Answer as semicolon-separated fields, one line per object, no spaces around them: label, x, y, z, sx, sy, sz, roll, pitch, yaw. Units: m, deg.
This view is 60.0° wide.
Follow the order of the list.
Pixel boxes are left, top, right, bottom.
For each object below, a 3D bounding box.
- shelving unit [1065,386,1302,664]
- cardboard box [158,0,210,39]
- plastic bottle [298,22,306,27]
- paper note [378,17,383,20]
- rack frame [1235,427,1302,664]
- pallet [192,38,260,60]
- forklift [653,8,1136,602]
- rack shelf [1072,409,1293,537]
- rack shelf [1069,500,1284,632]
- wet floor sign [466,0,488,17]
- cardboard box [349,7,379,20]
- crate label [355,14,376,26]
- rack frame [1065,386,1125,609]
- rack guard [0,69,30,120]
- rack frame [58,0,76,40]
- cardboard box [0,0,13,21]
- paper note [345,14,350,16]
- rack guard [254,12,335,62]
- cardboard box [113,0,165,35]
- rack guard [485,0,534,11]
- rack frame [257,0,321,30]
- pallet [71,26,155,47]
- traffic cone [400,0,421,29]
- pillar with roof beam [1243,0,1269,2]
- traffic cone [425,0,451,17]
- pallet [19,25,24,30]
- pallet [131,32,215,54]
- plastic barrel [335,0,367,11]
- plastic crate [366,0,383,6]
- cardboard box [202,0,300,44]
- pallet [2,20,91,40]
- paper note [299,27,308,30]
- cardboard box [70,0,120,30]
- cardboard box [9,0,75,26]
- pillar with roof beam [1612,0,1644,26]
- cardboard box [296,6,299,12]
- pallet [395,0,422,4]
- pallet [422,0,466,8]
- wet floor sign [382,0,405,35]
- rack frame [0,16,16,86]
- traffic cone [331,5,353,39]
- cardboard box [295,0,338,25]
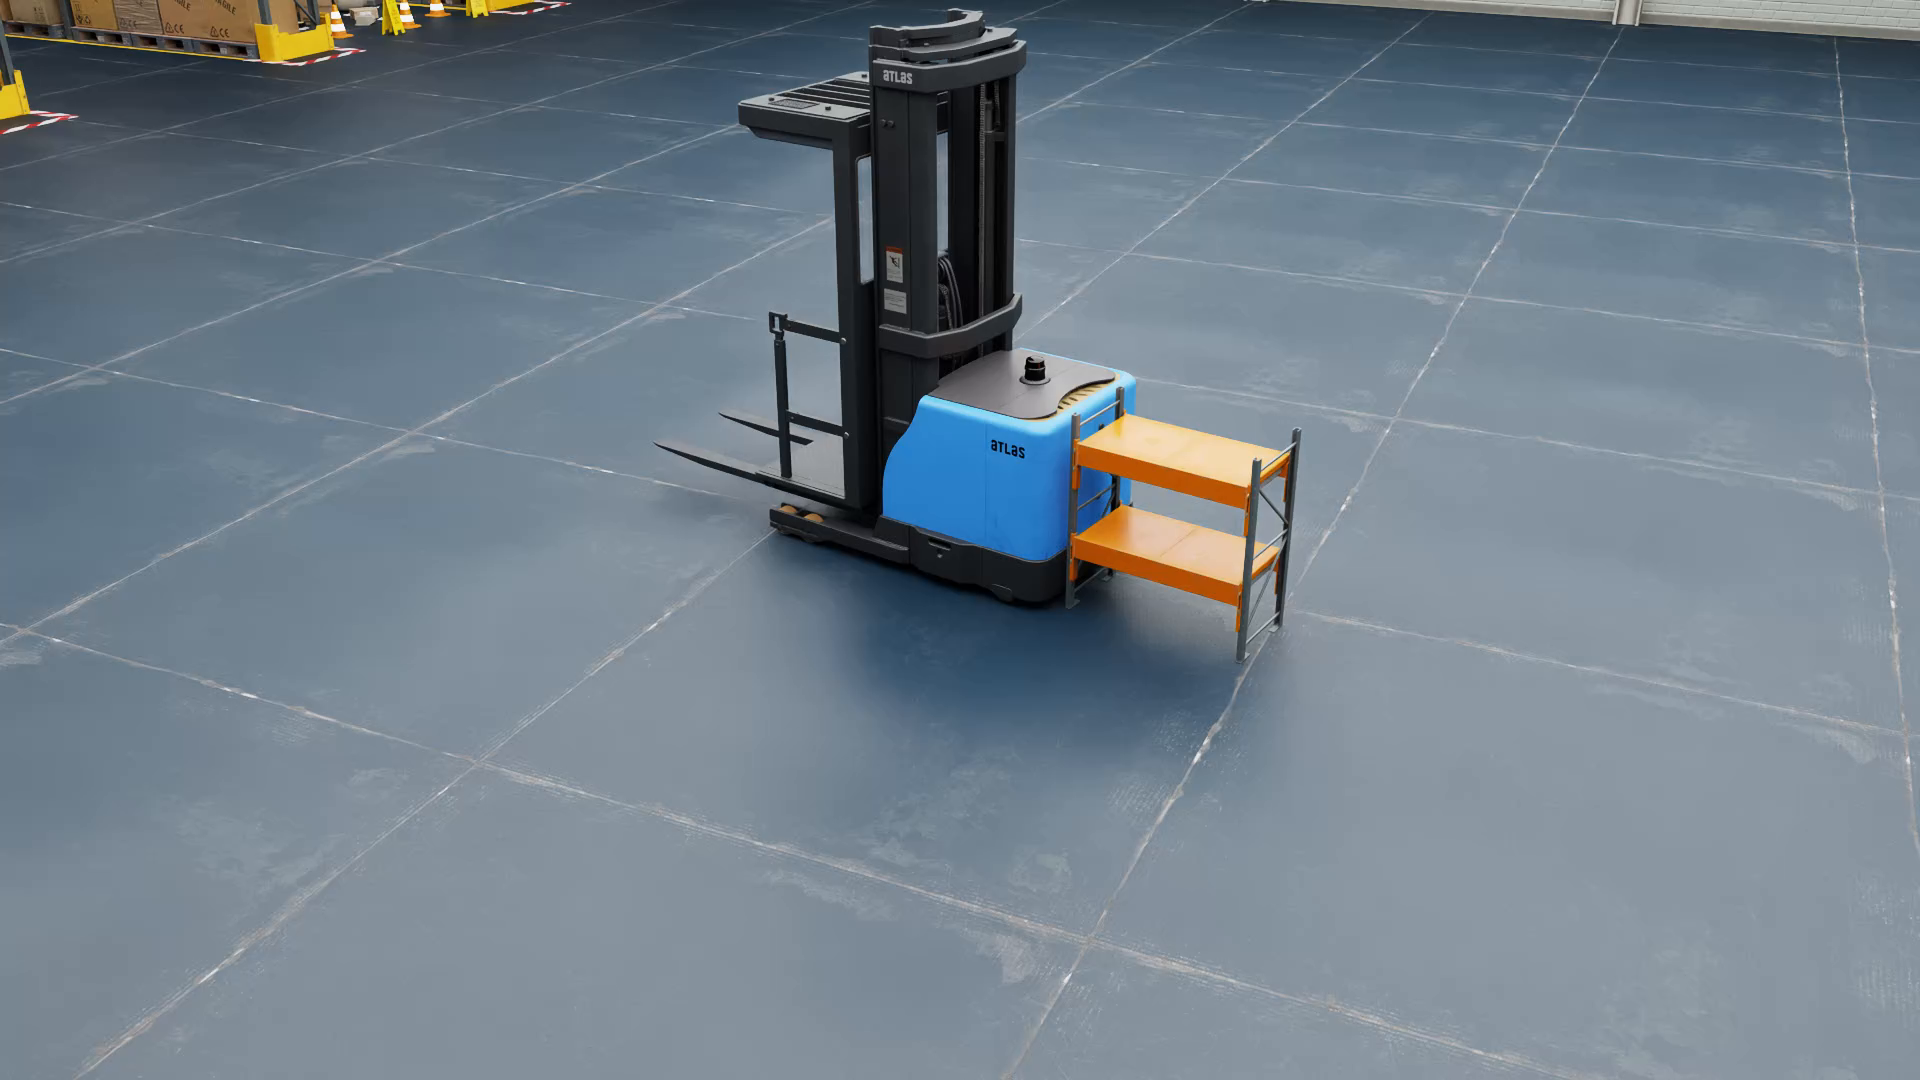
shelving unit;1.142;-0.096;8.672;1.048;1.125;0.538;17;31;31
cardboard box;-11.002;-7.837;24.202;0.875;0.875;0.875;11;28;21
plastic bottle;-10.454;-8.110;26.153;0.283;0.061;0.133;2;26;4
paper note;-9.283;-8.394;26.764;0.142;0.019;0.148;2;26;4
rack frame;1.560;0.032;8.412;0.032;1.125;0.500;17;31;31
pallet;-10.315;-7.208;24.152;1.213;0.211;1.003;11;28;22
forklift;-0.510;-1.472;9.422;3.031;2.935;1.130;17;31;31
rack shelf;1.142;-0.359;8.543;1.000;0.278;0.538;17;31;31
rack shelf;1.142;0.123;8.780;1.000;0.278;0.538;17;31;31
wet floor sign;-7.868;-8.832;26.959;0.232;0.644;0.267;23;35;39
cardboard box;-9.627;-8.502;26.850;0.380;0.149;0.250;-18;31;-31
crate label;-9.415;-8.239;26.330;0.298;0.136;0.250;-2;26;-5
rack frame;0.724;-0.224;8.932;0.032;1.125;0.500;17;31;31
rack guard;-11.769;-5.261;19.870;0.348;0.500;1.175;11;28;22
rack frame;-13.196;-9.076;24.788;0.127;3.000;1.000;11;28;22
cardboard box;-14.675;-8.510;25.711;0.750;0.750;1.050;11;28;22
paper note;-9.994;-8.604;27.205;0.142;0.019;0.148;23;35;39
rack guard;-9.533;-7.219;23.846;0.348;0.500;1.175;11;28;22
cardboard box;-11.831;-8.005;24.543;0.875;0.875;0.875;12;28;22
rack guard;-7.667;-9.246;27.963;0.348;0.500;1.175;11;28;22
rack frame;-9.555;-8.345;23.303;0.127;3.000;1.000;11;28;22
pallet;-12.537;-7.654;25.058;1.213;0.211;1.003;11;28;22
traffic cone;-8.674;-8.267;26.017;0.334;0.463;0.336;11;28;22
pillar with roof beam;3.334;-11.606;23.136;0.400;9.000;9.100;11;28;22
traffic cone;-8.524;-8.775;27.050;0.334;0.463;0.336;11;28;22
pallet;-15.045;-8.158;26.081;1.213;0.211;1.003;11;28;22
pallet;-11.422;-7.432;24.606;1.213;0.211;1.003;11;28;22
plastic barrel;-10.105;-8.967;27.483;0.512;0.421;0.421;-12;29;-23
plastic crate;-10.150;-9.158;28.261;0.583;0.080;0.402;2;26;4
cardboard box;-10.200;-7.677;23.877;0.875;0.875;0.875;12;28;22
pallet;-13.930;-7.936;25.629;1.213;0.211;1.003;11;28;22
paper note;-10.242;-7.974;25.913;0.142;0.017;0.144;23;35;39
cardboard box;-12.653;-8.168;24.874;0.875;0.875;0.875;12;29;23
cardboard box;-13.799;-8.332;25.350;0.750;0.750;1.050;11;28;22
pillar with roof beam;8.796;-10.509;20.907;0.400;9.000;9.100;11;28;22
cardboard box;-11.100;-8.765;26.830;0.503;0.637;0.797;11;28;22
pallet;-9.499;-9.503;28.812;1.213;0.211;1.003;11;28;22
pallet;-8.392;-9.279;28.358;1.213;0.211;1.003;11;28;22
wet floor sign;-8.709;-8.079;25.429;0.232;0.644;0.267;6;27;13
rack frame;-11.700;-6.369;19.290;0.127;3.000;1.000;11;28;22
traffic cone;-9.451;-7.875;25.220;0.334;0.463;0.336;11;28;22
cardboard box;-10.245;-8.537;26.519;0.637;0.503;0.797;-7;27;-14
